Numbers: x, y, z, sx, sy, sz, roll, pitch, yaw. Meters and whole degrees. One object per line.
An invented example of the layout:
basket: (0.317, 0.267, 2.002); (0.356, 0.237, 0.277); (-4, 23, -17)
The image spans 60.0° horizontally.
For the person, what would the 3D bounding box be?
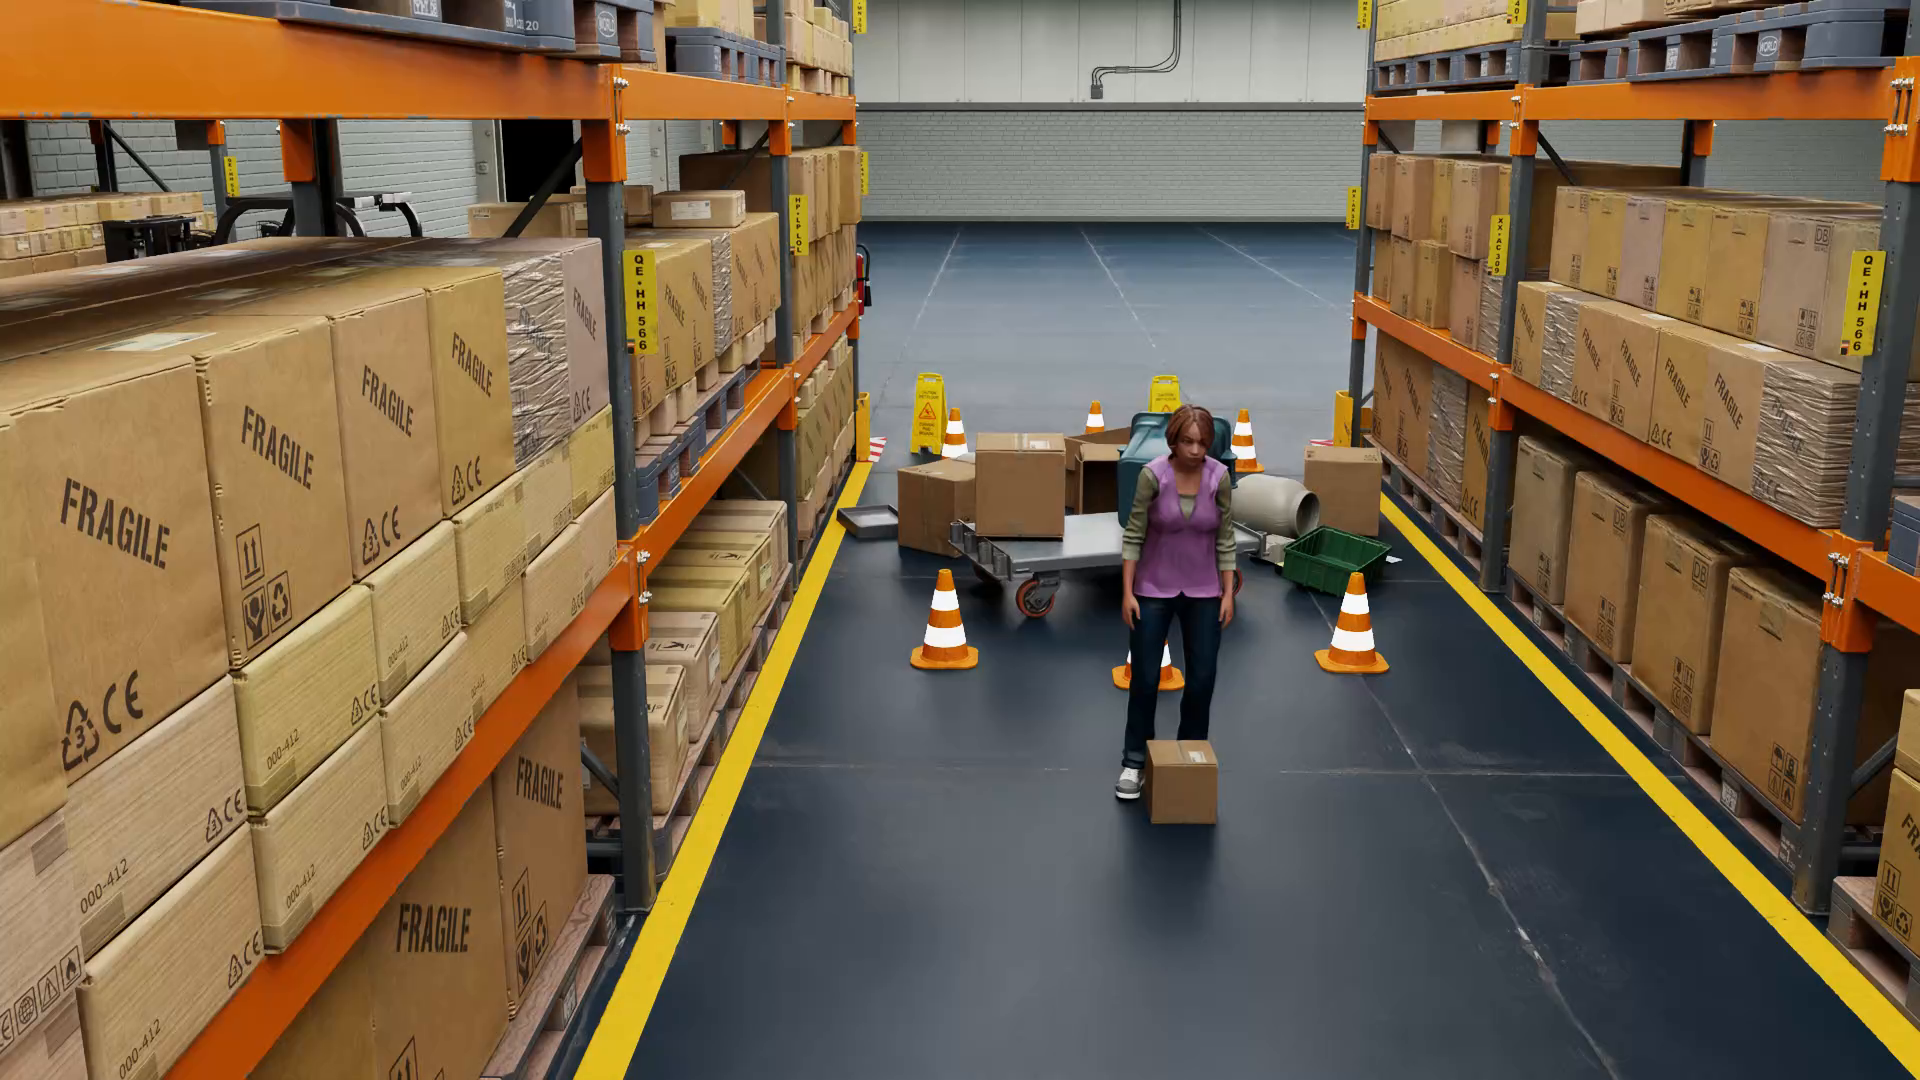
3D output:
person: (0.860, 0.239, 6.582); (0.471, 1.592, 0.348); (0, 14, -1)
